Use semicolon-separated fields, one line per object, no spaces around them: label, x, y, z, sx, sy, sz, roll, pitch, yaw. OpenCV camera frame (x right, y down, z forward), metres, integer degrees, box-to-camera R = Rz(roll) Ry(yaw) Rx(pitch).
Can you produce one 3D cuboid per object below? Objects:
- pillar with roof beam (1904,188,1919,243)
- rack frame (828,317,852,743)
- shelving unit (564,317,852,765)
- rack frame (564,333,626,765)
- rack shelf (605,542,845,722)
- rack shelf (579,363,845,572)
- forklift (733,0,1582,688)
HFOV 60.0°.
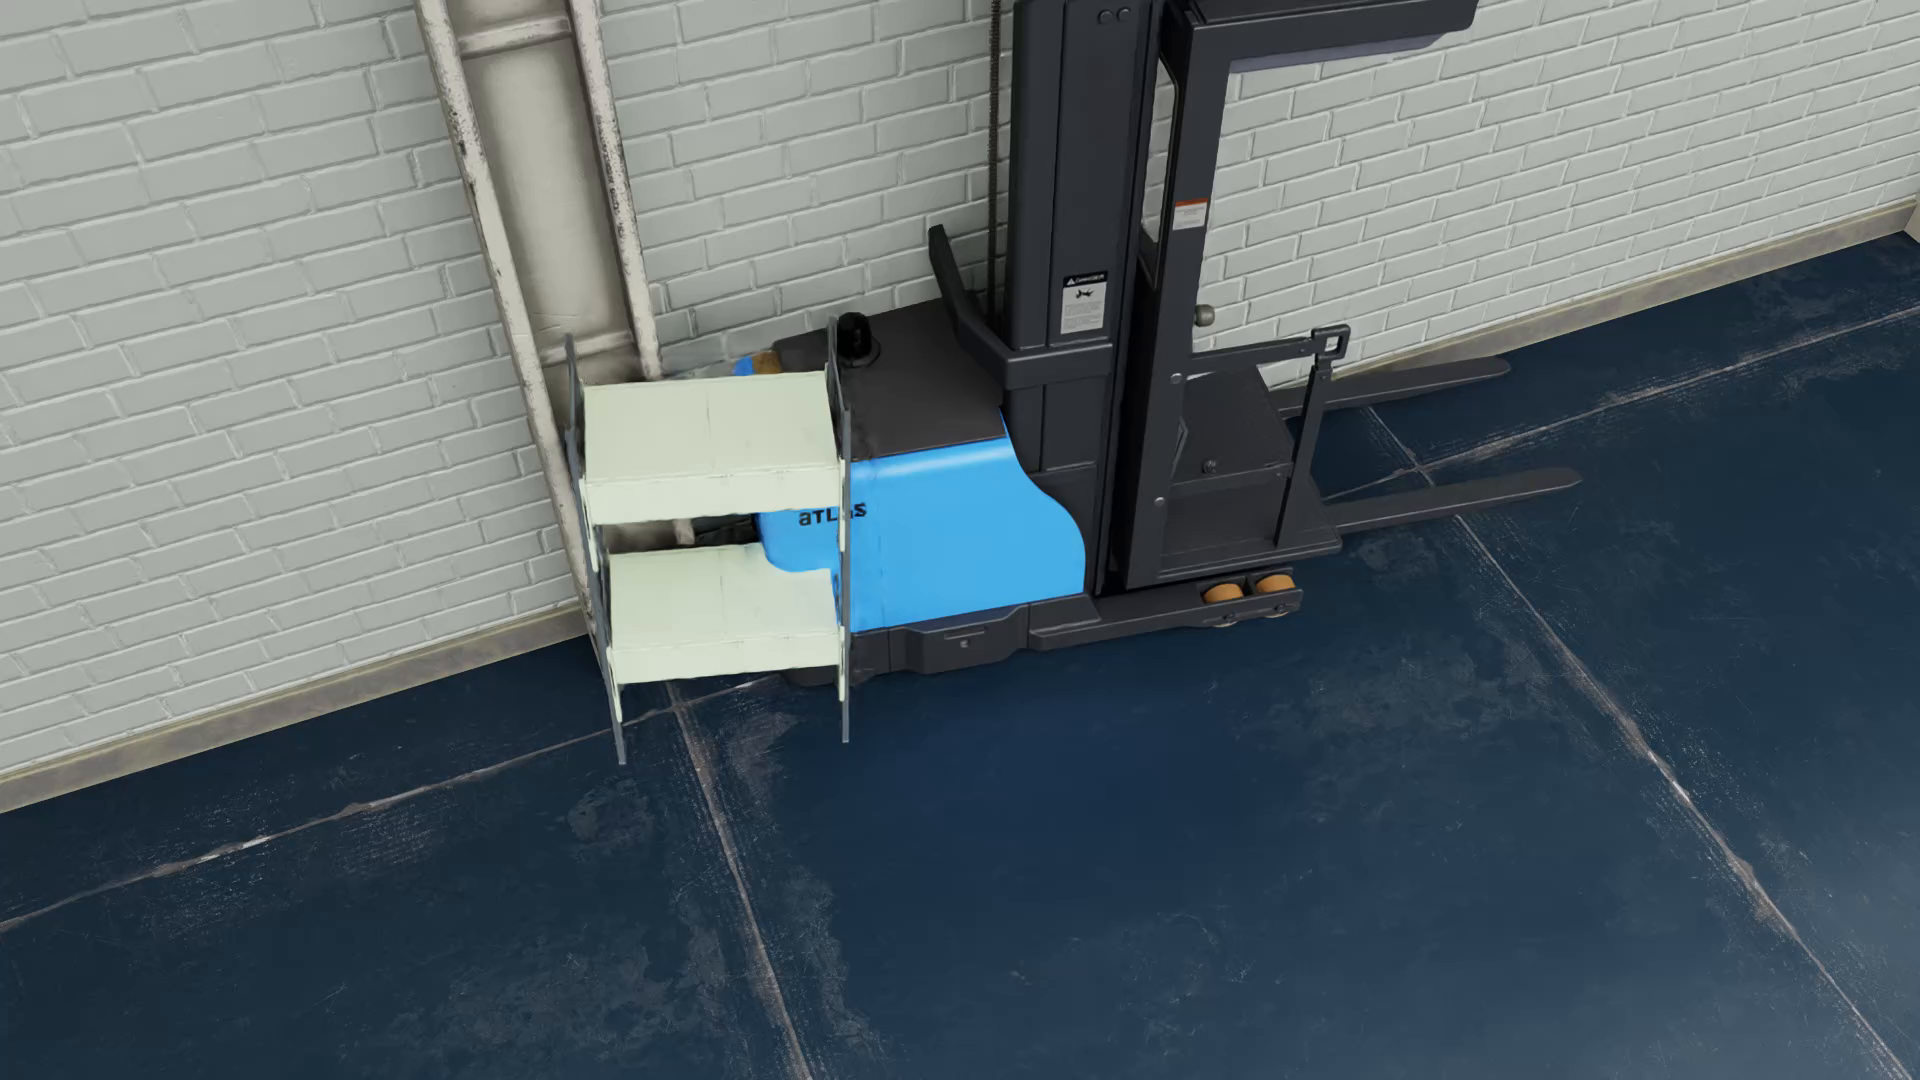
pillar with roof beam;6.079;-1.270;1.409;0.400;9.000;9.100;-17;52;-14
rack frame;-0.373;0.022;5.133;0.023;1.500;0.400;-5;48;-8
shelving unit;-0.734;0.052;5.079;0.755;1.500;0.431;-5;48;-8
rack frame;-1.095;0.081;5.025;0.023;1.500;0.400;-5;48;-8
rack shelf;-0.751;0.273;5.318;0.720;0.370;0.431;-5;48;-8
rack shelf;-0.713;-0.213;4.793;0.720;0.370;0.431;-5;48;-8
forklift;0.751;-1.026;5.199;3.031;2.935;1.130;-10;50;-8
